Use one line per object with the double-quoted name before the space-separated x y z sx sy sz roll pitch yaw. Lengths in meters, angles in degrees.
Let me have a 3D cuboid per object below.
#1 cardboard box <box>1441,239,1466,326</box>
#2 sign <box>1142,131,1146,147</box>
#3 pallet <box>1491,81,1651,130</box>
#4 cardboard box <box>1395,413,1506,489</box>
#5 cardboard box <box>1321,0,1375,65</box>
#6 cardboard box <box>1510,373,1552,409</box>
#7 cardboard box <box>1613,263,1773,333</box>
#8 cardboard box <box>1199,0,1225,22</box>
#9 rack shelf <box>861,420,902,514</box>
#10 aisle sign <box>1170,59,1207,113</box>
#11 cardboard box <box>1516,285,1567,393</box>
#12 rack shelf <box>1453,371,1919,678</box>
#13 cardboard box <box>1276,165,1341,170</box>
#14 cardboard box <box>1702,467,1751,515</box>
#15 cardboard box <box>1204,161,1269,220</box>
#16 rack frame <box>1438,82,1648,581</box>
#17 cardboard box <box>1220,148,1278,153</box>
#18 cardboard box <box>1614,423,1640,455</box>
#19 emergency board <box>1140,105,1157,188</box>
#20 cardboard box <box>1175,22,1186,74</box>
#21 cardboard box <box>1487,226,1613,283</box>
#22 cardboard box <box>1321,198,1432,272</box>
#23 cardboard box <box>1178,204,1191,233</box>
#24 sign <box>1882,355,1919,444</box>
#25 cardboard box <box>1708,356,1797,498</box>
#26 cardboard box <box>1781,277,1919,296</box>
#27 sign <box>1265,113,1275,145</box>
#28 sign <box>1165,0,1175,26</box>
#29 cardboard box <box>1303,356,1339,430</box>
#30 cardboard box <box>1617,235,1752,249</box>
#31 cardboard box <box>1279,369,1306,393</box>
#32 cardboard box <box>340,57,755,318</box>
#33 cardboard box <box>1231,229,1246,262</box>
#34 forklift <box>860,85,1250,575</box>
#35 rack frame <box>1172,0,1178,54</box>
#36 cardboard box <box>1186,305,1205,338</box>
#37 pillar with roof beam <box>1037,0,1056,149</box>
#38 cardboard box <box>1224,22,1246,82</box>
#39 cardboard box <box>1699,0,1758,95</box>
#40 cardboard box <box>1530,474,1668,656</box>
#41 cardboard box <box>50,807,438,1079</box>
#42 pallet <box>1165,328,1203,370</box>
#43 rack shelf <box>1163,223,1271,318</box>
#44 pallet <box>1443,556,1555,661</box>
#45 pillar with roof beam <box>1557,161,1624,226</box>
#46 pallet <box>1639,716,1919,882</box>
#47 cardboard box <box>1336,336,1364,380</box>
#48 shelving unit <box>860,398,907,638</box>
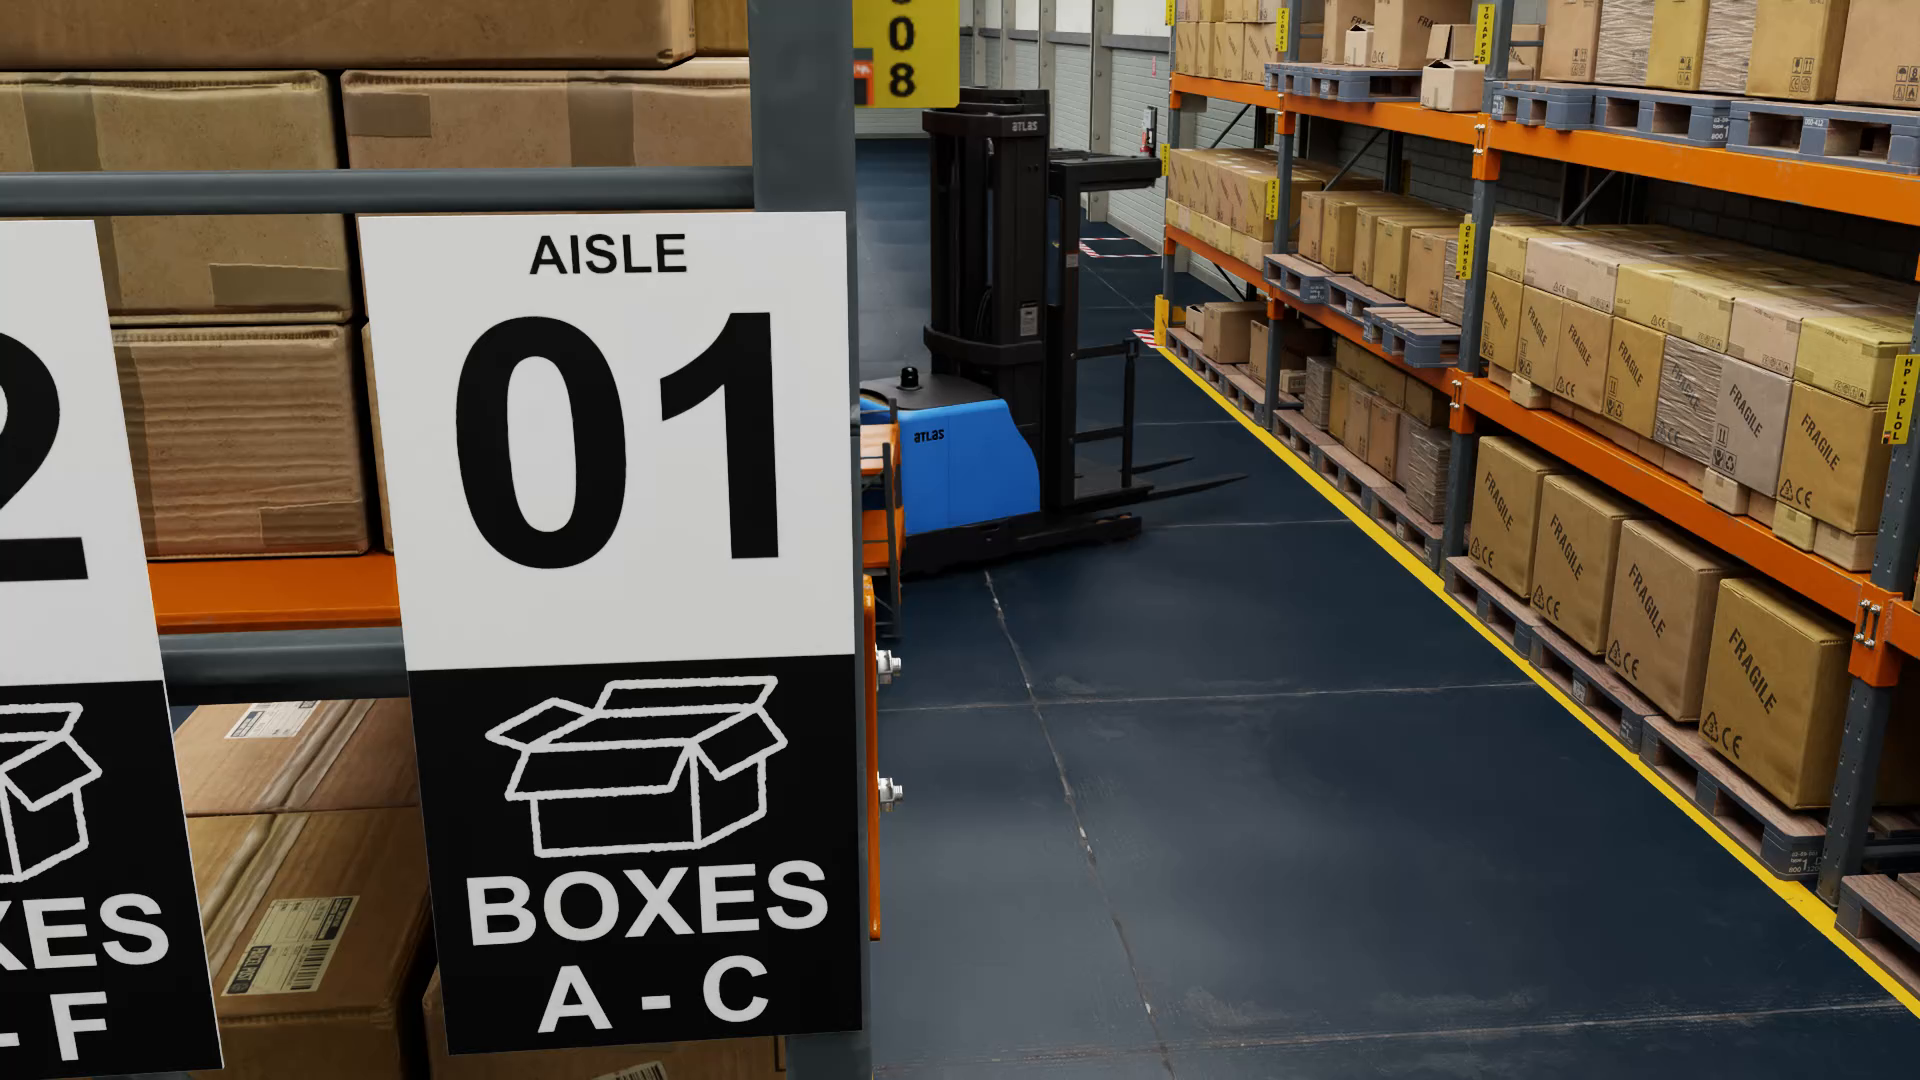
"cardboard box" 3.453 -1.598 10.357 0.700 0.500 0.500 -4 18 -12
"sign" 2.829 -6.112 25.578 0.001 0.329 0.234 -2 18 -6
"pallet" 3.631 -2.351 8.966 1.213 0.211 1.003 -1 17 -3
"cardboard box" 3.448 -0.588 11.480 0.700 0.500 0.500 -2 18 -6
"cardboard box" 3.076 -3.906 12.735 0.500 0.500 0.500 1 17 2
"cardboard box" 3.276 -0.828 9.192 0.380 0.149 0.250 -1 17 -4
"cardboard box" 3.472 -1.153 7.894 0.500 0.250 0.500 -2 18 -7
"cardboard box" 2.550 -5.124 15.612 0.500 0.500 0.500 -1 17 -4
"rack shelf" -0.618 -0.422 9.574 0.538 0.278 1.000 -2 19 1
"aisle sign" 2.380 -4.836 17.234 0.394 0.787 0.004 -2 18 -6
"cardboard box" 3.352 -1.091 8.946 0.500 0.500 0.500 -1 17 -4
"rack shelf" 3.718 -0.261 8.203 1.077 0.370 4.000 -2 18 -6
"cardboard box" 3.163 -3.137 15.127 0.500 0.500 0.500 -1 17 -4
"cardboard box" 3.490 -0.220 7.257 0.380 0.149 0.250 -2 18 -6
"cardboard box" 2.590 -3.273 15.560 0.500 0.500 0.500 -1 17 -4
"rack frame" 3.511 -1.200 9.993 1.000 3.000 0.127 -2 18 -6
"cardboard box" 2.946 -3.746 17.066 0.500 0.500 0.500 -2 18 -6
"cardboard box" 3.484 -0.528 8.238 0.380 0.149 0.250 -2 18 -5
"emergency board" 2.783 -5.927 25.049 0.194 1.169 0.643 -2 18 -6
"cardboard box" 2.472 -4.965 16.776 0.500 0.500 0.500 -1 17 -4
"cardboard box" 3.305 -1.606 9.335 0.500 0.250 0.500 -1 17 -4
"cardboard box" 3.168 -2.330 12.691 0.700 0.500 0.500 0 17 0
"cardboard box" 2.489 -3.212 16.619 0.500 0.250 0.500 -2 18 -7
"sign" 3.385 -0.504 5.973 0.100 0.325 0.005 -2 18 -6
"cardboard box" 3.563 -0.489 7.031 0.500 0.500 0.500 -2 18 -5
"cardboard box" 4.018 -1.016 7.455 0.500 0.250 0.500 -2 18 -7
"sign" 3.240 -4.298 17.400 0.100 0.325 0.005 -2 18 -6
"sign" 2.147 -5.415 16.951 0.100 0.325 0.005 -2 18 -6
"cardboard box" 3.191 -1.191 13.401 0.700 0.500 0.500 -1 17 -4
"cardboard box" 3.866 -1.476 8.921 0.500 0.250 0.500 -2 18 -7
"cardboard box" 3.014 -1.409 14.652 0.380 0.166 0.250 -4 18 -13
"cardboard box" -0.384 -0.422 1.921 0.500 0.250 0.500 -2 18 -6
"cardboard box" 2.705 -2.611 14.702 0.500 0.250 0.500 -2 18 -5
"forklift" 0.623 -1.491 11.033 3.031 2.935 1.130 -11 20 -31
"rack frame" 2.686 -6.446 16.686 1.000 3.000 0.127 -2 18 -6
"cardboard box" 2.668 -2.302 17.256 0.500 0.311 0.500 -4 18 -12
"pillar with roof beam" -2.520 -11.494 32.766 9.100 9.000 0.400 -2 18 -6
"cardboard box" 2.667 -4.338 14.780 0.500 0.500 0.500 -2 18 -8
"cardboard box" 3.833 -2.278 7.516 0.700 0.500 0.500 -2 18 -6
"cardboard box" 3.541 0.109 8.709 0.750 0.750 0.750 -2 18 -6
"cardboard box" -0.910 0.688 2.141 0.500 0.500 0.500 -2 18 -6
"pallet" 2.743 -1.988 17.156 1.003 0.211 1.213 -2 18 -6
"rack shelf" 2.893 -2.645 15.795 1.077 0.370 4.000 -2 18 -6
"pallet" 3.518 0.367 9.655 1.003 0.211 1.213 -2 18 -6
"pillar with roof beam" -0.044 -4.344 9.990 9.100 9.000 0.400 -2 18 -6
"pallet" 3.769 1.094 7.340 1.003 0.211 1.213 -2 18 -6
"cardboard box" 3.240 -1.417 12.871 0.500 0.250 0.500 -2 18 -7
"shelving unit" -0.604 -0.145 9.667 0.538 1.125 1.048 -2 19 1
